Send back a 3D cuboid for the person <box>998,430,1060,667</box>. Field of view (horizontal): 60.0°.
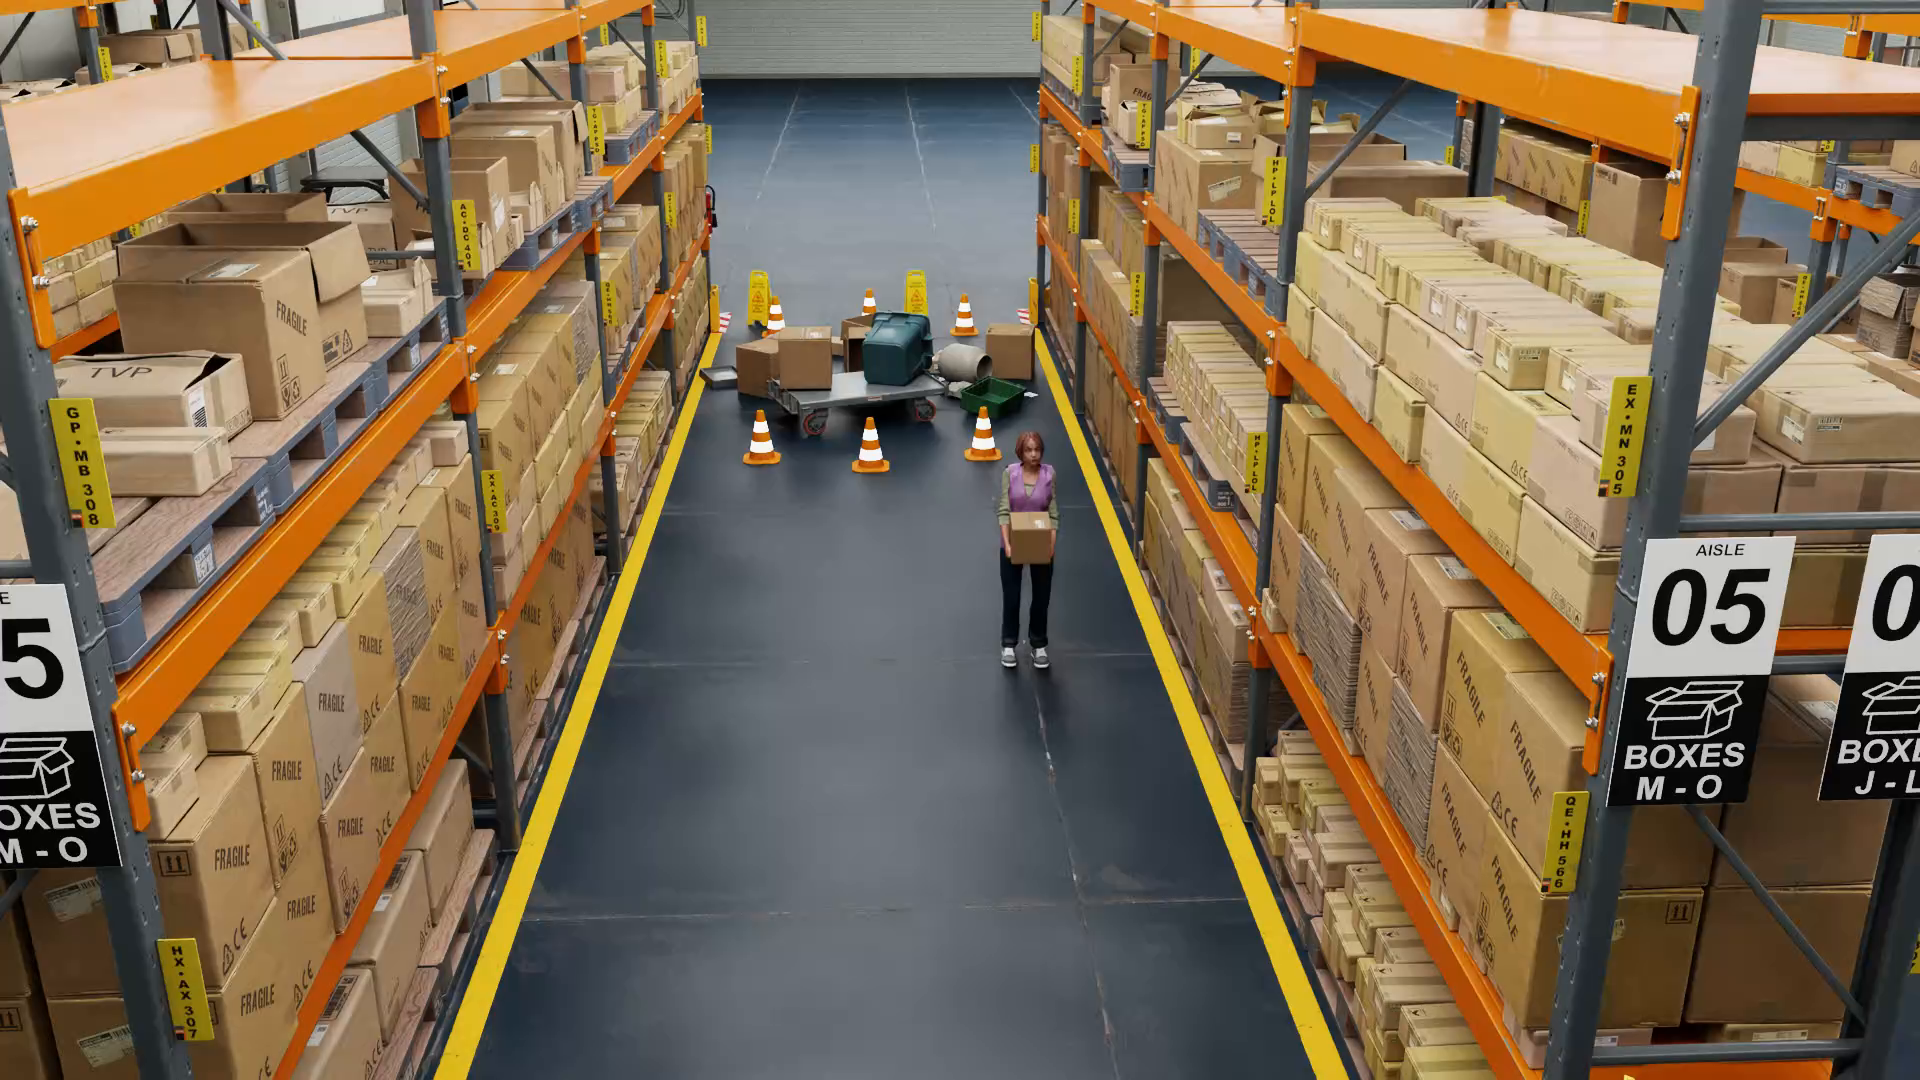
[{"bbox_3d":[0.447,0.086,10.874,0.404,1.590,0.499,-1,21,-2],"label":"person"}]
